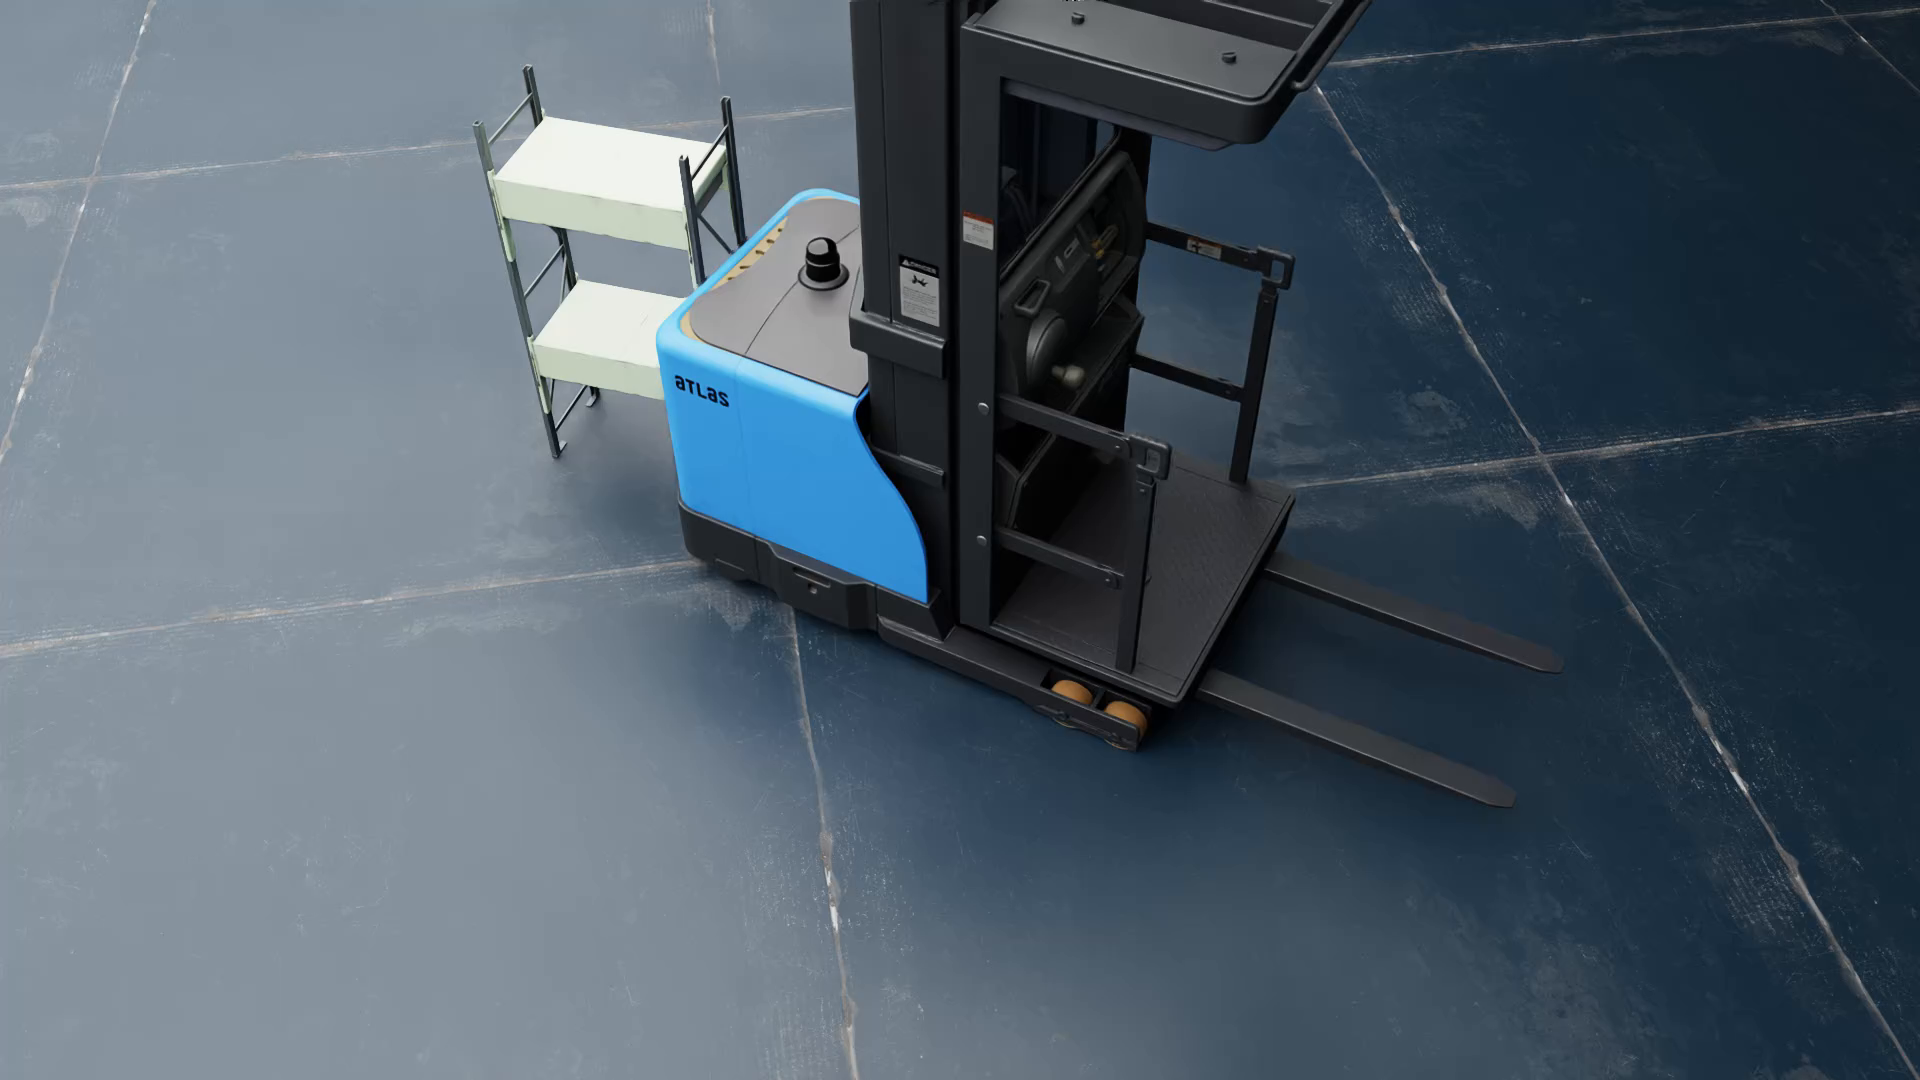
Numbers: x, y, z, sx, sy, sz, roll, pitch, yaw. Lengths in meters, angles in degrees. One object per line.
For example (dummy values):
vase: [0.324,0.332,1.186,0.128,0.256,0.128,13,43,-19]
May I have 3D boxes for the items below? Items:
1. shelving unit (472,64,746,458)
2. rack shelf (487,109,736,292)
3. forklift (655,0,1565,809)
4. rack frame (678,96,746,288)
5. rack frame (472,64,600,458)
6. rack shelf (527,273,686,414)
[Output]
shelving unit: [-1.193,-0.912,6.087,0.755,1.500,0.431,12,47,11]
rack shelf: [-1.193,-1.183,5.806,0.720,0.370,0.431,12,47,11]
forklift: [0.529,-0.757,4.944,3.031,2.935,1.130,21,50,19]
rack frame: [-0.841,-0.839,6.017,0.023,1.500,0.400,12,47,11]
rack frame: [-1.544,-0.985,6.158,0.023,1.500,0.400,12,47,11]
rack shelf: [-1.193,-0.686,6.322,0.720,0.370,0.431,12,47,11]
